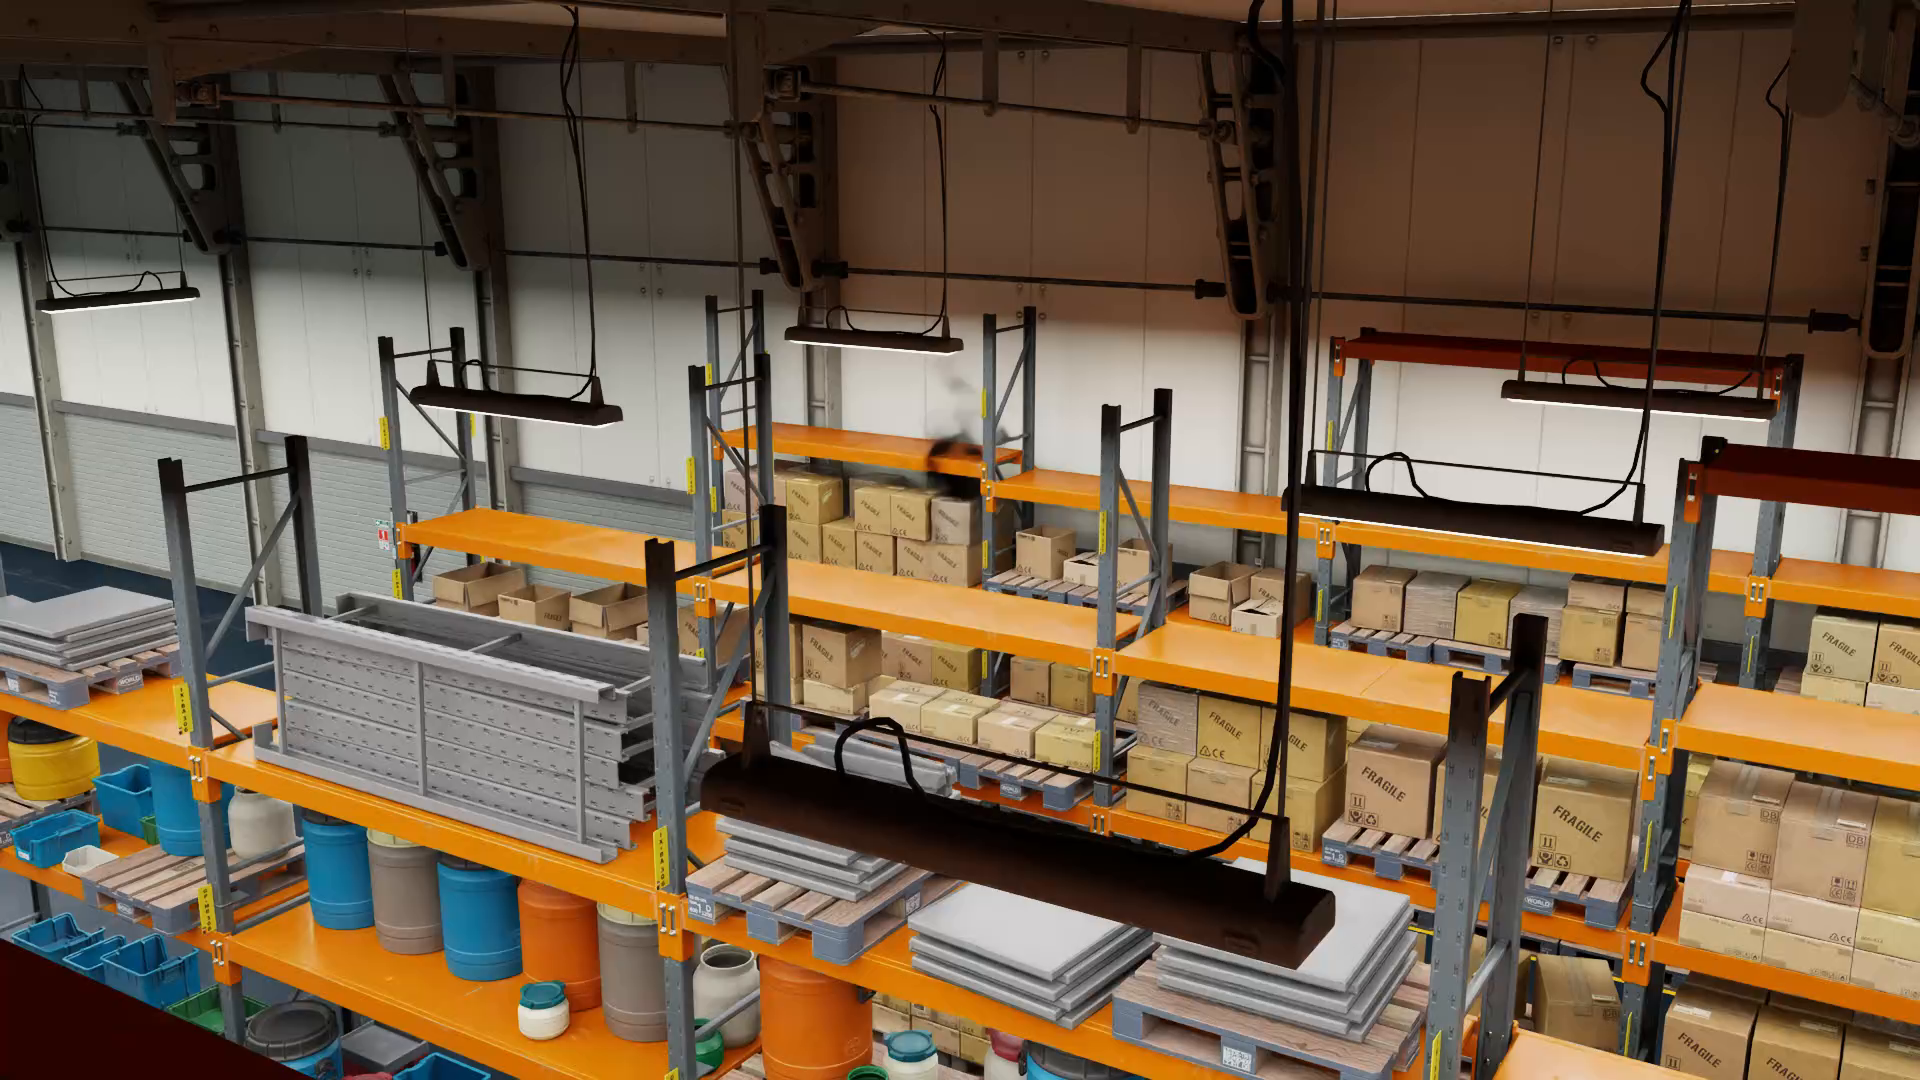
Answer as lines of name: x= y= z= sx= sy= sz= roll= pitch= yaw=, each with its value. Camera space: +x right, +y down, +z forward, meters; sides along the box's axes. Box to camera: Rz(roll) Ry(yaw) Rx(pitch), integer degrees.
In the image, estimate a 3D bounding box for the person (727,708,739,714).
person: x=-2.378 y=2.724 z=18.528 sx=1.042 sy=1.771 sz=0.690 roll=5 pitch=15 yaw=21
